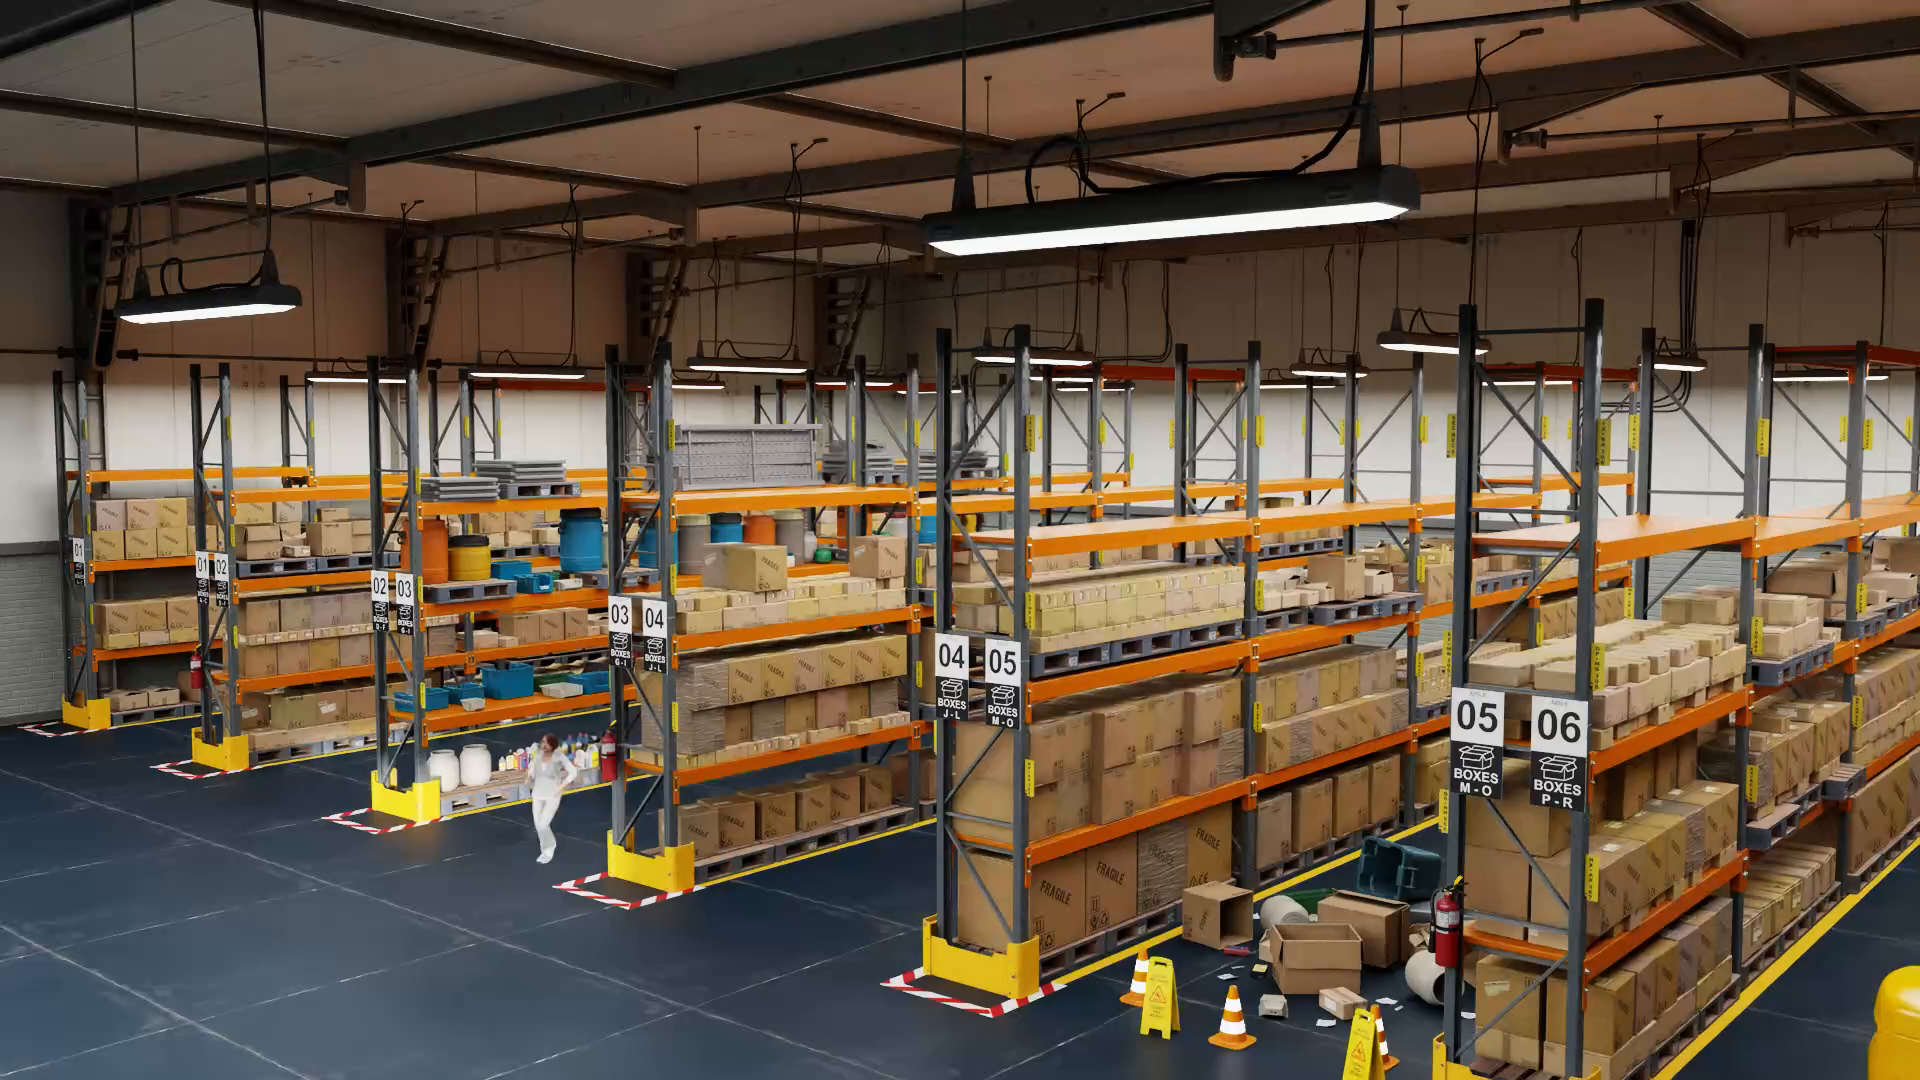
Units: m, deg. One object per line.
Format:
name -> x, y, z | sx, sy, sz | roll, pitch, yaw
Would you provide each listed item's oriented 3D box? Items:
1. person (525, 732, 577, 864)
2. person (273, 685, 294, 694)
person -> -4.760, 2.994, 19.192 | 0.544, 1.554, 0.601 | 1, 4, 18
person -> -11.259, 2.290, 27.730 | 0.694, 1.715, 0.650 | 3, 5, 35
